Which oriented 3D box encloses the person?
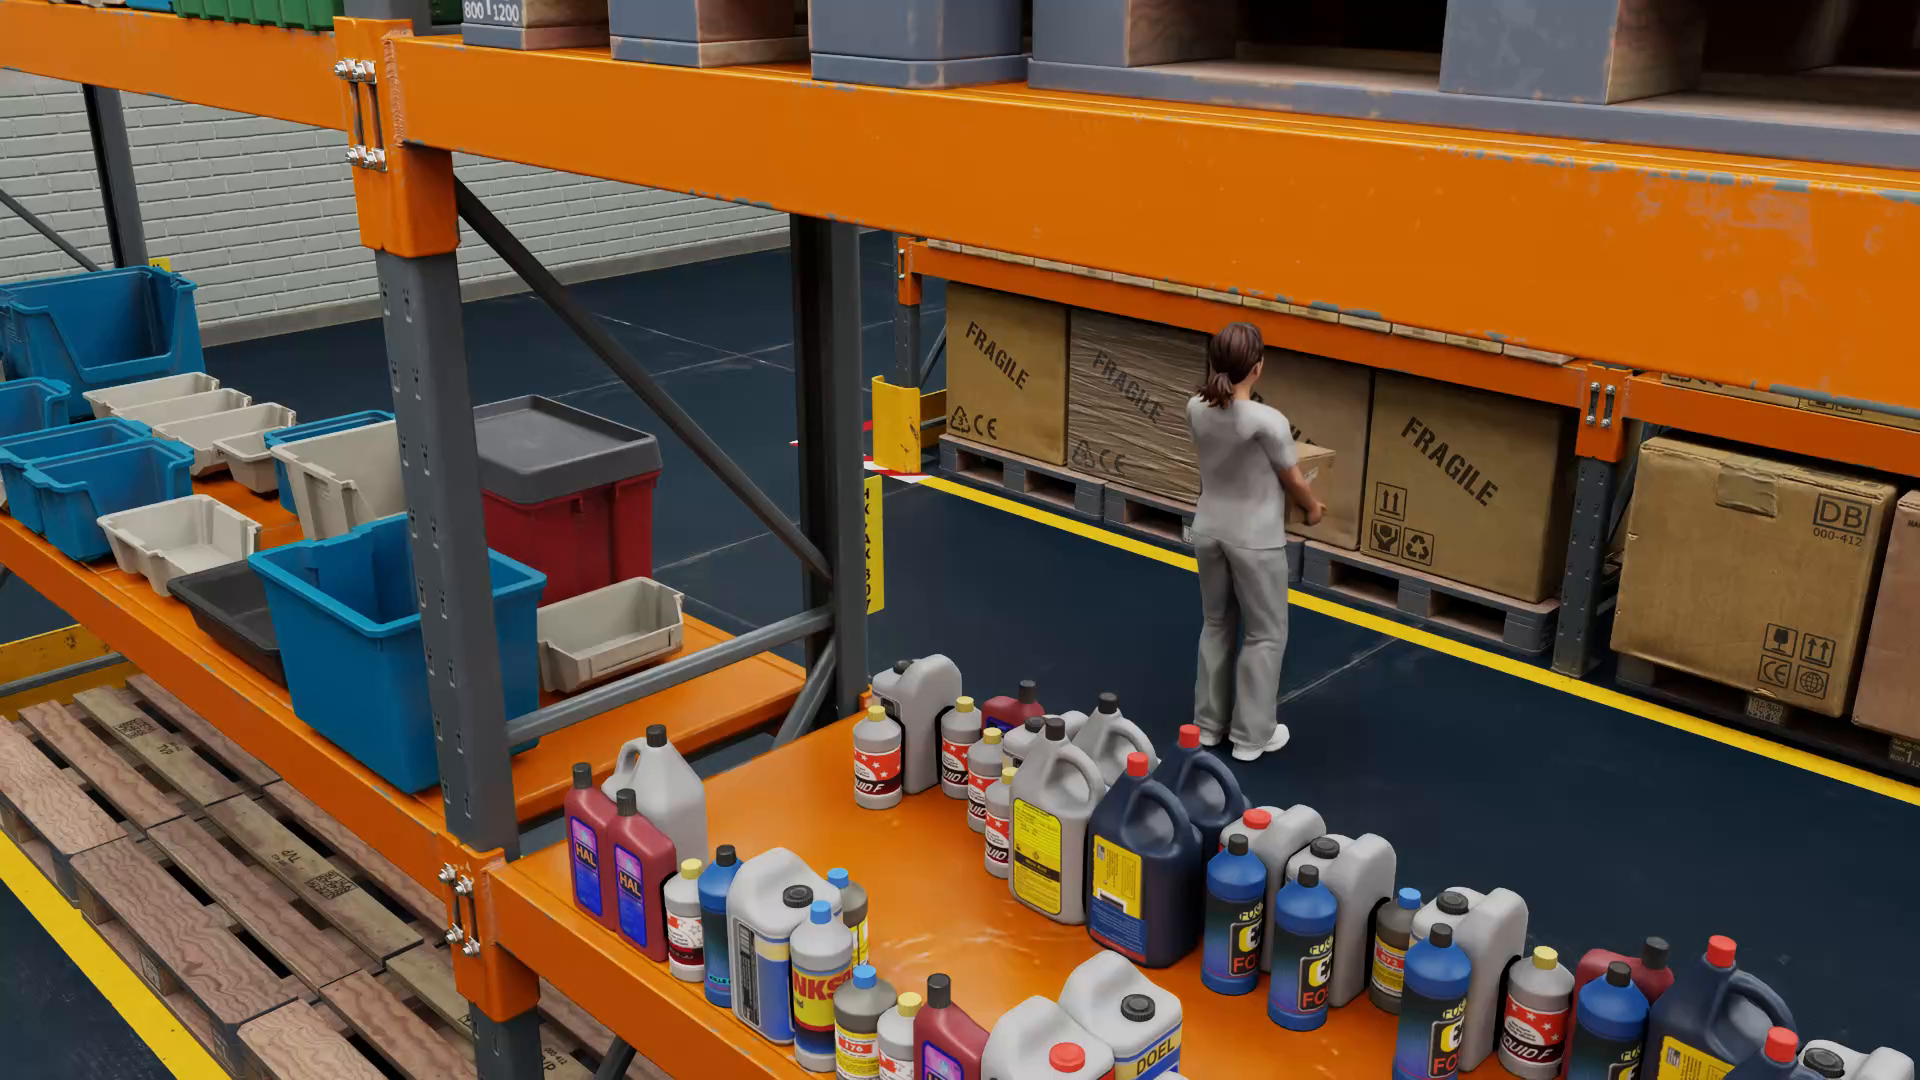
[{"bbox_3d":[1.067,-0.003,6.106,0.544,1.665,0.436,-19,28,-41],"label":"person"}]
